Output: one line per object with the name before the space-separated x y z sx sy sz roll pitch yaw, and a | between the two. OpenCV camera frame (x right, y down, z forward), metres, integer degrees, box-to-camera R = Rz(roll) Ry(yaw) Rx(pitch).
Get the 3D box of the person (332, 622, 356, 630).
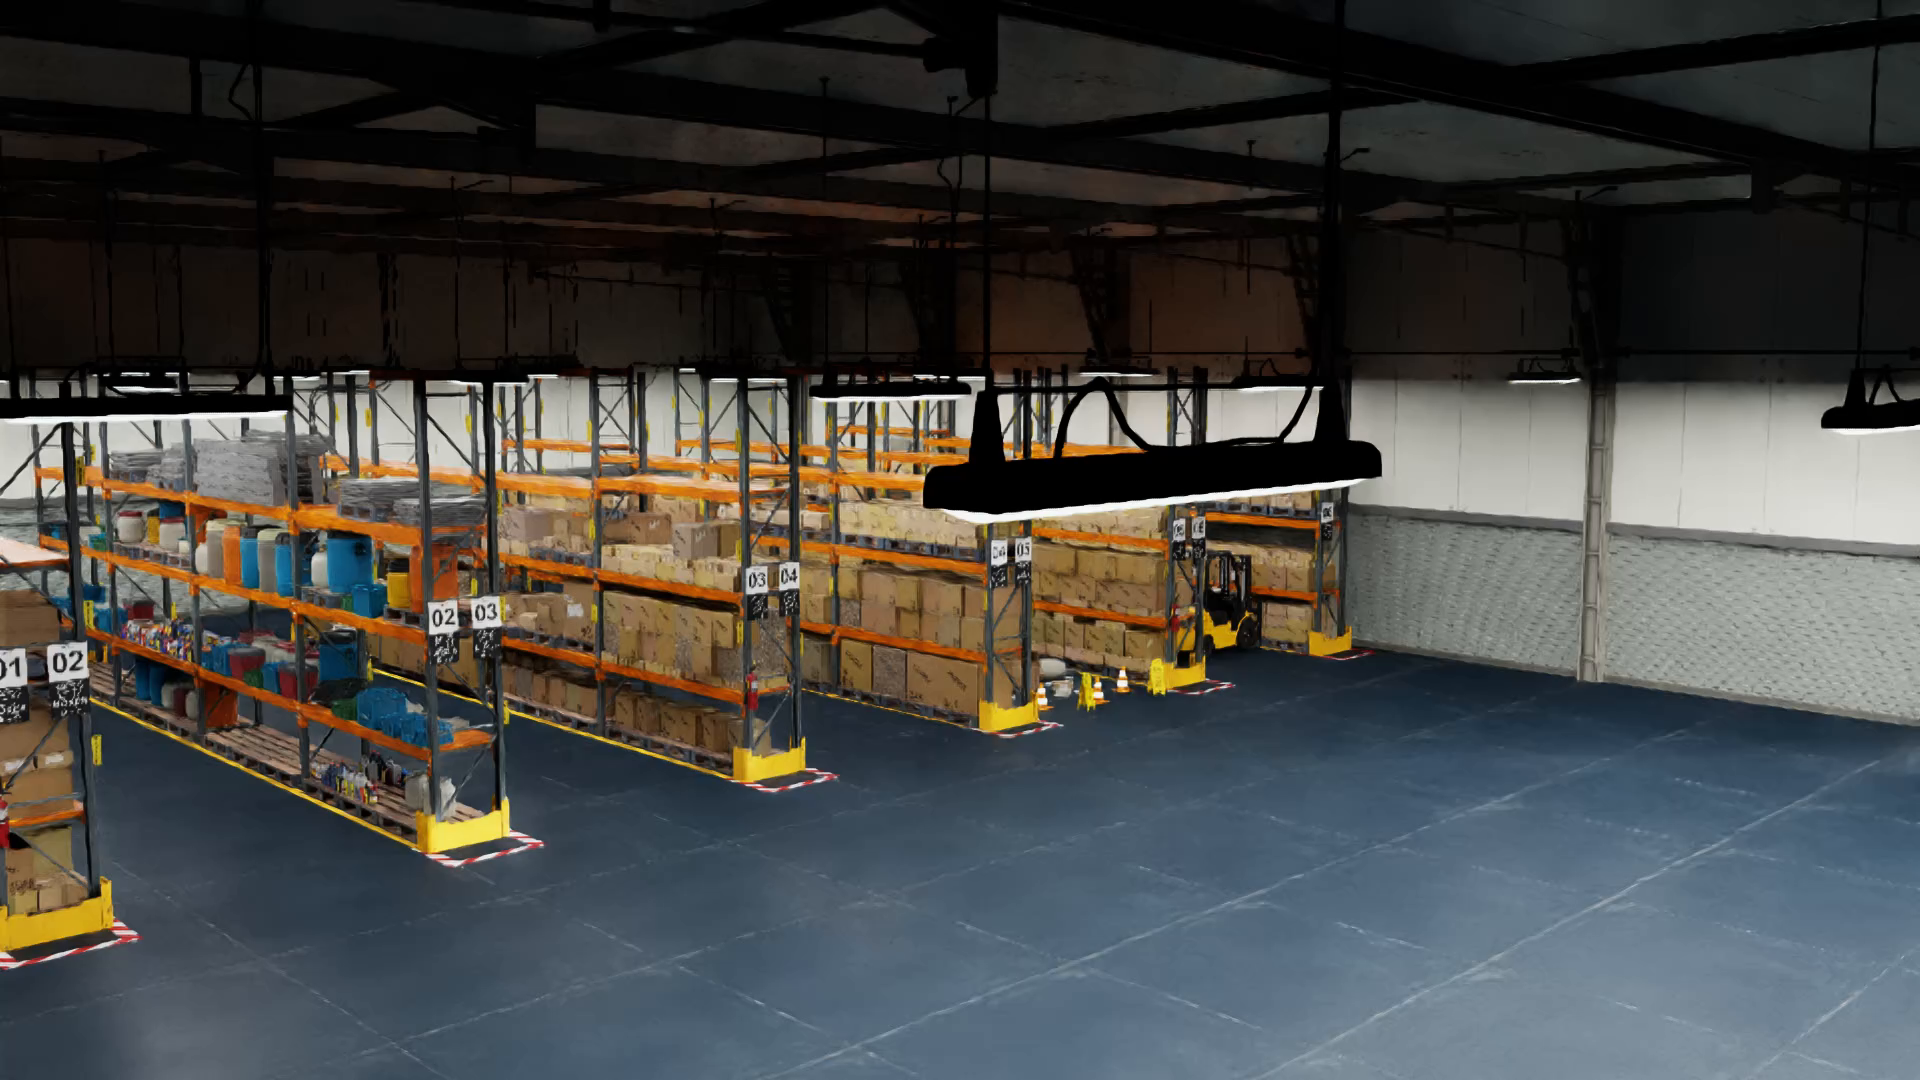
person | -11.567 1.990 31.508 0.575 1.607 0.625 6 9 43
